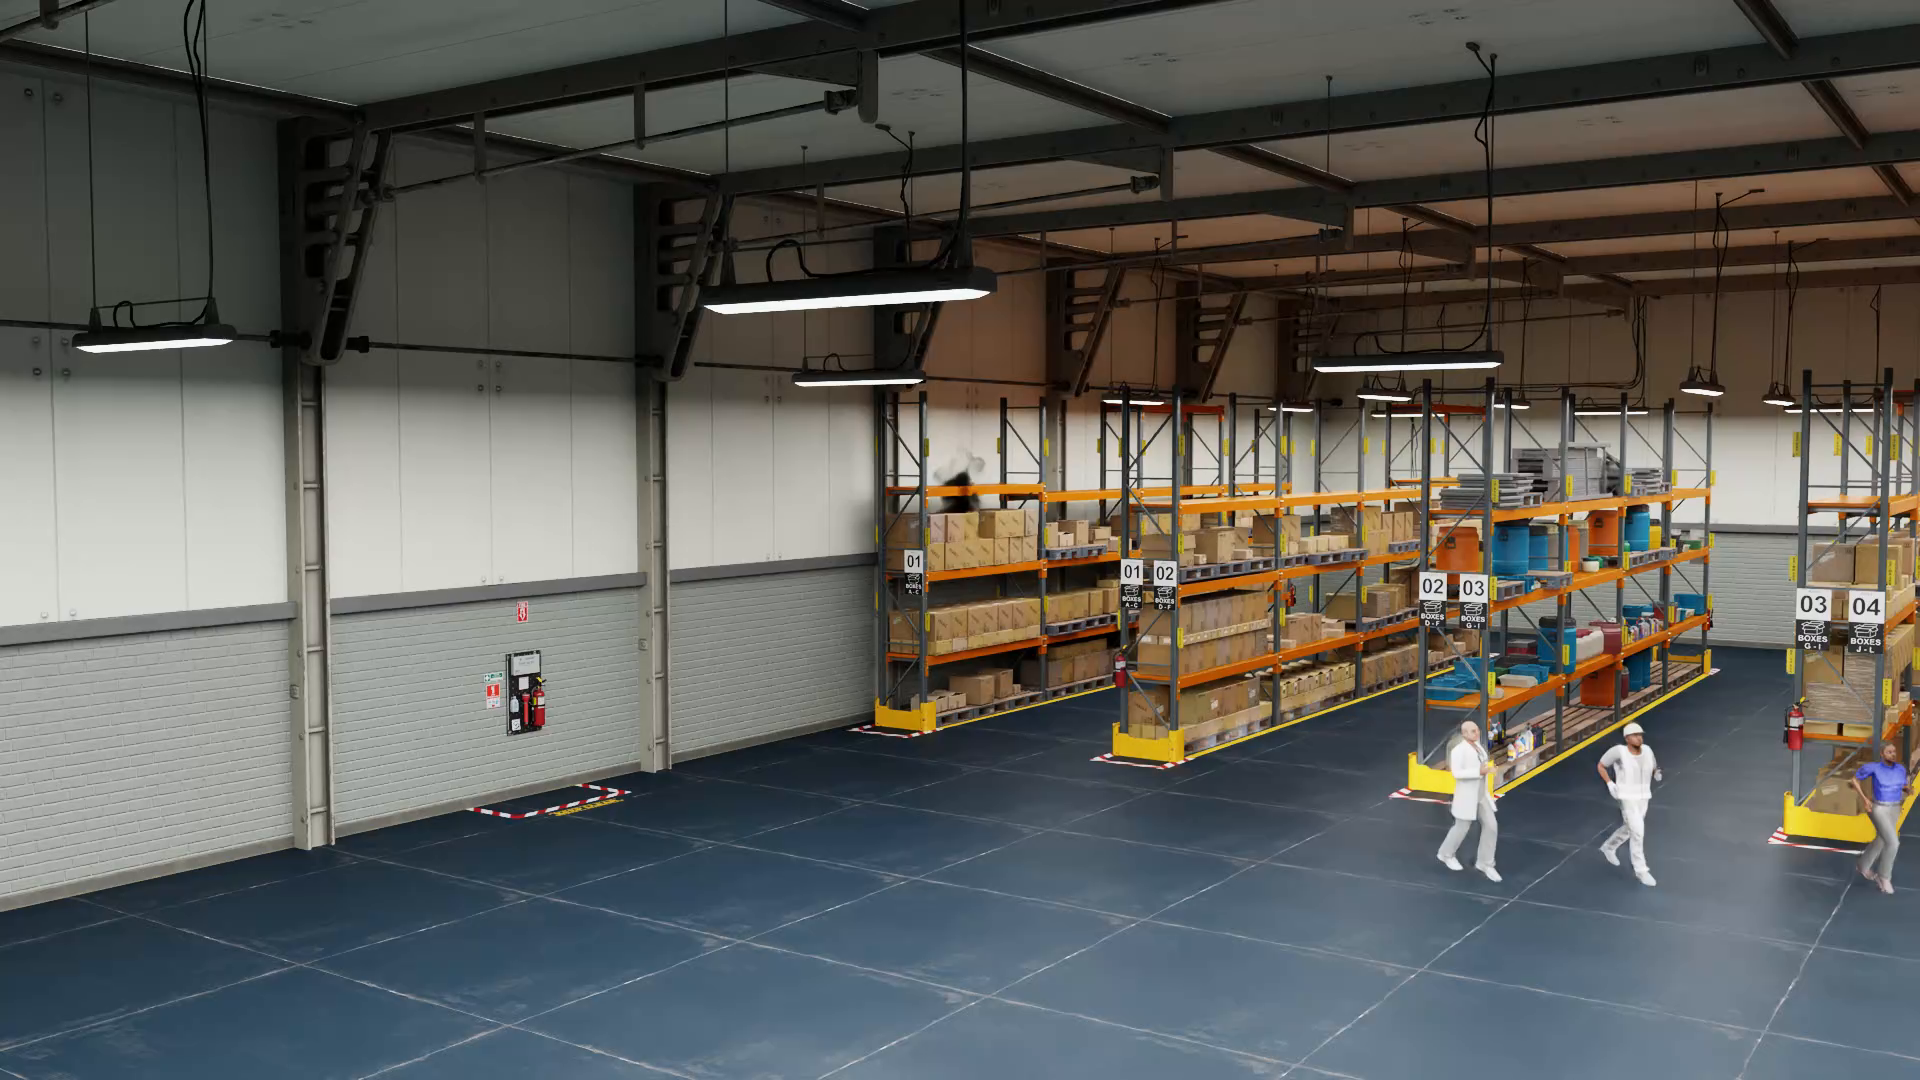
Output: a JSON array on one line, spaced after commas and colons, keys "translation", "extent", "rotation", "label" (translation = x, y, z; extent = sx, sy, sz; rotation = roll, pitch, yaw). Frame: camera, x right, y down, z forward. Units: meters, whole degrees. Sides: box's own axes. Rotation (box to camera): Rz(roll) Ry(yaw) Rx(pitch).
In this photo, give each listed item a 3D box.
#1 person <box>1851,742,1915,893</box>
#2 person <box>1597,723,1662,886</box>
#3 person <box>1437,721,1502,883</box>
[{"translation": [10.536, 3.196, 18.930], "extent": [0.546, 1.620, 0.729], "rotation": [-1, 3, -13], "label": "person"}, {"translation": [7.853, 3.025, 19.418], "extent": [0.662, 1.804, 0.924], "rotation": [-1, 3, -20], "label": "person"}, {"translation": [5.941, 3.023, 19.395], "extent": [0.685, 1.831, 0.832], "rotation": [-2, 4, -32], "label": "person"}]
